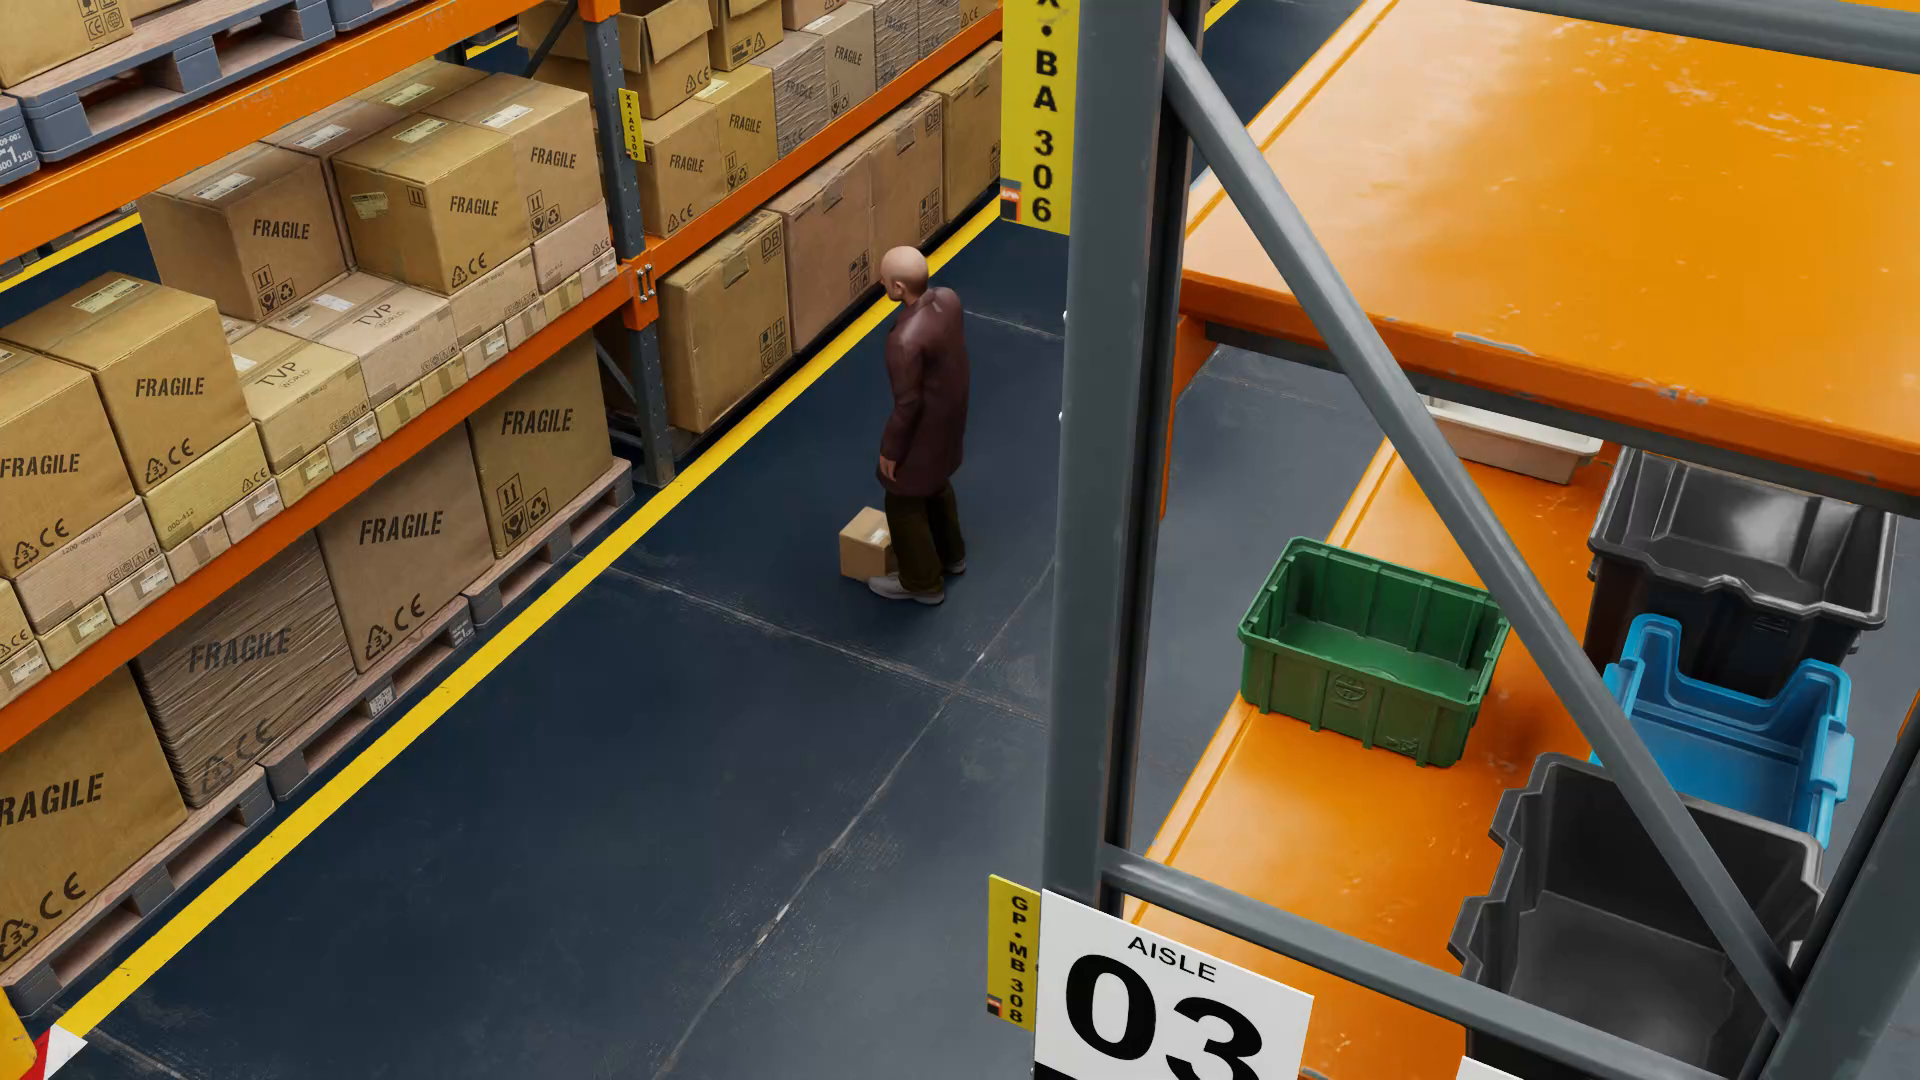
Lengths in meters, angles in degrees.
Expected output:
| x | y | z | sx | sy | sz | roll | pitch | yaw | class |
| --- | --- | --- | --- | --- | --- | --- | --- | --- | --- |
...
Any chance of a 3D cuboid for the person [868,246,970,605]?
| x | y | z | sx | sy | sz | roll | pitch | yaw | class |
| --- | --- | --- | --- | --- | --- | --- | --- | --- | --- |
| -0.179 | -0.504 | 7.421 | 0.427 | 1.773 | 0.628 | 16 | 40 | 20 | person |
